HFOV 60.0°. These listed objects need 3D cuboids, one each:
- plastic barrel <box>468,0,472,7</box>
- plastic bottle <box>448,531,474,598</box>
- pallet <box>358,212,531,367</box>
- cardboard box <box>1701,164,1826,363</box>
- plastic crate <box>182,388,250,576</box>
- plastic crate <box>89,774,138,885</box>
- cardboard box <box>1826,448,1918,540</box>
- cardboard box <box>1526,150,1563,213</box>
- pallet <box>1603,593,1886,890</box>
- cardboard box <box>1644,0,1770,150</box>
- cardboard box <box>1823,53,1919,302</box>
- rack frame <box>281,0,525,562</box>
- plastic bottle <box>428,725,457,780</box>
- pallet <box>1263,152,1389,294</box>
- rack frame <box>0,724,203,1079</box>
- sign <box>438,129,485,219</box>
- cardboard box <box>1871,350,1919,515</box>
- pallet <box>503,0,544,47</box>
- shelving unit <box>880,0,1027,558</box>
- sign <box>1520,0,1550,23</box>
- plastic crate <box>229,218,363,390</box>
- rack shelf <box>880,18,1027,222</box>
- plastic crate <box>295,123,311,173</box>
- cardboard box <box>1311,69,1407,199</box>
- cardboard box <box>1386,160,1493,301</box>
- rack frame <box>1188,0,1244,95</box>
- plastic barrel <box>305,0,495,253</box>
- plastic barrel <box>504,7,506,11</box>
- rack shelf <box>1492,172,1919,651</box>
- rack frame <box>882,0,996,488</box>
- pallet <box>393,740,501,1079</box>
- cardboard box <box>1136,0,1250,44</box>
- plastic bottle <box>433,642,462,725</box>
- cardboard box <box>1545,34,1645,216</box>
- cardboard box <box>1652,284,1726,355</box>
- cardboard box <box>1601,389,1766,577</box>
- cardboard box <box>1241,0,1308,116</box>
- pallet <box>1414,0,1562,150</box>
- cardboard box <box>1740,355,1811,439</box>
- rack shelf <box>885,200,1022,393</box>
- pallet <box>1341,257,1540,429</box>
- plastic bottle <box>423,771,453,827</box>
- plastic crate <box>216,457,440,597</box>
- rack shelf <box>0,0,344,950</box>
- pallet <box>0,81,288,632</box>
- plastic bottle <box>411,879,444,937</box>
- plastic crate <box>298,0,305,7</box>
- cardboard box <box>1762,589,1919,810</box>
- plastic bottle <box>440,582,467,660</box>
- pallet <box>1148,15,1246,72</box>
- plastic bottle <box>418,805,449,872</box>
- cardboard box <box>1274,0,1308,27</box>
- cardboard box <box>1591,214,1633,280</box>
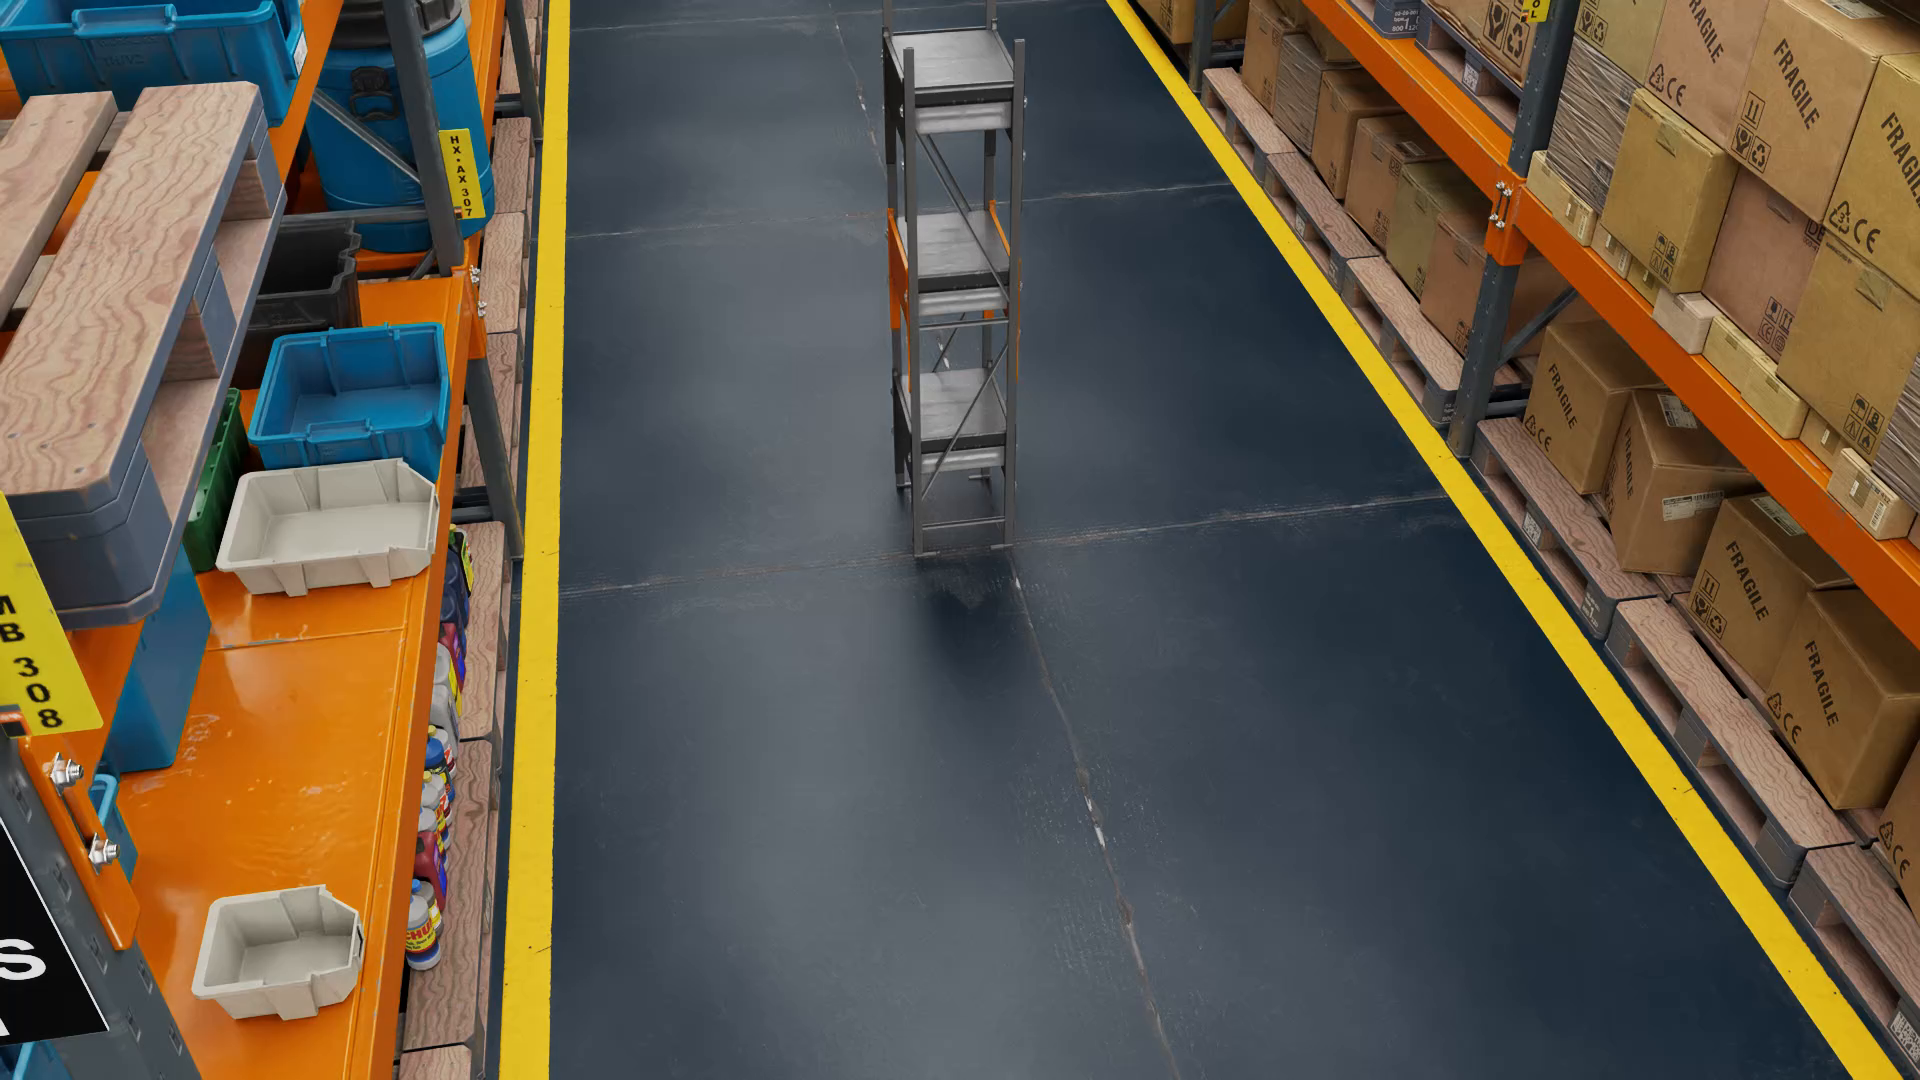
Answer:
[{"bbox_3d":[-2.482,-2.694,7.682,0.421,0.512,0.421,0,38,0],"label":"plastic barrel"},{"bbox_3d":[-1.836,0.067,6.074,0.061,0.283,0.133,-4,38,-6],"label":"plastic bottle"},{"bbox_3d":[-2.639,-1.194,8.115,1.003,0.211,1.213,-6,38,-8],"label":"pallet"},{"bbox_3d":[2.889,-0.901,5.141,0.875,0.500,0.500,-6,38,-8],"label":"cardboard box"},{"bbox_3d":[-2.285,-0.153,4.675,0.450,0.188,0.662,-6,38,-8],"label":"plastic crate"},{"bbox_3d":[-2.035,0.725,3.493,0.499,0.251,0.408,-6,38,-8],"label":"plastic crate"},{"bbox_3d":[2.712,-0.149,4.702,0.380,0.149,0.250,-6,38,-8],"label":"cardboard box"},{"bbox_3d":[2.372,-1.358,6.258,0.380,0.149,0.250,-6,38,-8],"label":"cardboard box"},{"bbox_3d":[3.001,0.622,5.778,1.003,0.211,1.213,-6,38,-8],"label":"pallet"},{"bbox_3d":[2.548,-1.571,5.188,0.500,0.500,0.500,-6,38,-8],"label":"cardboard box"},{"bbox_3d":[2.734,-0.968,4.412,0.500,0.500,0.500,-6,38,-8],"label":"cardboard box"},{"bbox_3d":[-2.246,-1.087,5.704,1.000,3.000,0.127,-6,38,-8],"label":"rack frame"},{"bbox_3d":[-1.686,0.680,5.352,0.097,0.201,0.097,0,38,0],"label":"plastic bottle"},{"bbox_3d":[2.276,-1.727,8.801,1.003,0.211,1.213,-6,38,-8],"label":"pallet"},{"bbox_3d":[-1.541,1.329,2.595,0.949,2.616,0.053,-6,38,-8],"label":"rack frame"},{"bbox_3d":[-1.702,-1.249,5.687,0.100,0.325,0.005,-6,38,-8],"label":"sign"},{"bbox_3d":[3.012,-0.292,4.356,0.875,0.500,0.500,-6,38,-8],"label":"cardboard box"},{"bbox_3d":[-3.337,-3.609,11.223,1.003,0.211,1.213,-6,38,-8],"label":"pallet"},{"bbox_3d":[-0.029,-0.929,6.235,0.431,2.100,0.503,-6,38,-8],"label":"shelving unit"},{"bbox_3d":[2.085,-2.015,5.955,0.100,0.325,0.005,-6,38,-8],"label":"sign"},{"bbox_3d":[-2.279,-0.733,5.299,0.767,0.338,0.504,-6,38,-8],"label":"plastic crate"},{"bbox_3d":[-0.029,-1.471,5.813,0.431,0.518,0.480,-6,38,-8],"label":"rack shelf"},{"bbox_3d":[-2.745,-1.714,6.524,0.392,0.384,0.575,-6,38,-8],"label":"plastic crate"},{"bbox_3d":[2.283,-2.145,8.744,0.700,0.500,0.500,-3,38,-4],"label":"cardboard box"},{"bbox_3d":[2.479,-1.470,7.876,0.700,0.500,0.500,-6,38,-8],"label":"cardboard box"},{"bbox_3d":[1.929,-4.036,9.500,1.000,3.000,0.127,-6,38,-8],"label":"rack frame"},{"bbox_3d":[-2.015,-1.551,5.893,0.600,0.901,0.708,-6,38,-8],"label":"plastic barrel"},{"bbox_3d":[-3.247,-3.692,10.681,0.600,0.588,0.708,-6,38,-8],"label":"plastic barrel"},{"bbox_3d":[2.981,-0.128,5.056,1.077,0.370,4.000,-6,38,-8],"label":"rack shelf"},{"bbox_3d":[-0.072,-1.077,6.424,0.400,2.100,0.015,-6,38,-8],"label":"rack frame"},{"bbox_3d":[-1.952,1.163,5.081,1.003,0.211,1.213,-6,38,-8],"label":"pallet"},{"bbox_3d":[1.829,-3.782,10.562,1.225,0.875,0.875,-8,39,-10],"label":"cardboard box"},{"bbox_3d":[-1.759,0.454,5.521,0.144,0.351,0.185,-6,38,-8],"label":"plastic bottle"},{"bbox_3d":[2.649,-1.498,5.910,0.875,0.500,0.500,-6,38,-8],"label":"cardboard box"},{"bbox_3d":[2.531,-0.753,5.478,0.380,0.149,0.250,-6,38,-8],"label":"cardboard box"},{"bbox_3d":[2.769,-0.207,6.267,0.500,0.500,0.500,5,38,7],"label":"cardboard box"},{"bbox_3d":[2.067,-2.820,9.614,0.700,0.500,0.500,-8,39,-10],"label":"cardboard box"},{"bbox_3d":[2.640,-2.021,7.063,1.003,0.211,1.213,-6,38,-8],"label":"pallet"},{"bbox_3d":[2.648,-0.454,5.094,0.380,0.149,0.250,-6,38,-8],"label":"cardboard box"},{"bbox_3d":[-0.029,-0.918,6.243,0.431,0.518,0.480,-6,38,-8],"label":"rack shelf"},{"bbox_3d":[2.493,-0.989,7.851,1.003,0.211,1.213,-6,38,-8],"label":"pallet"},{"bbox_3d":[-1.650,0.804,5.192,0.097,0.201,0.097,0,38,0],"label":"plastic bottle"},{"bbox_3d":[-1.711,-0.029,4.558,0.530,0.136,0.437,-6,38,-8],"label":"plastic crate"},{"bbox_3d":[-1.895,-0.780,3.450,1.077,0.370,4.000,-6,38,-8],"label":"rack shelf"},{"bbox_3d":[-1.593,-0.291,2.389,1.003,0.211,1.213,-6,38,-8],"label":"pallet"},{"bbox_3d":[-1.573,1.069,4.851,0.097,0.201,0.097,0,38,0],"label":"plastic bottle"},{"bbox_3d":[-1.566,-1.241,3.673,0.243,0.136,0.396,-6,38,-8],"label":"plastic crate"},{"bbox_3d":[3.009,0.501,5.355,0.500,0.500,0.500,-3,38,-4],"label":"cardboard box"},{"bbox_3d":[-1.815,0.259,5.772,0.144,0.351,0.185,-8,39,-10],"label":"plastic bottle"},{"bbox_3d":[1.865,-3.419,10.979,1.003,0.211,1.213,-6,38,-8],"label":"pallet"},{"bbox_3d":[-1.615,0.897,5.016,0.097,0.271,0.097,0,38,0],"label":"plastic bottle"},{"bbox_3d":[2.076,-3.117,9.385,0.500,0.250,0.500,-5,38,-6],"label":"cardboard box"},{"bbox_3d":[2.474,-1.058,5.872,0.380,0.149,0.250,-6,38,-8],"label":"cardboard box"}]
